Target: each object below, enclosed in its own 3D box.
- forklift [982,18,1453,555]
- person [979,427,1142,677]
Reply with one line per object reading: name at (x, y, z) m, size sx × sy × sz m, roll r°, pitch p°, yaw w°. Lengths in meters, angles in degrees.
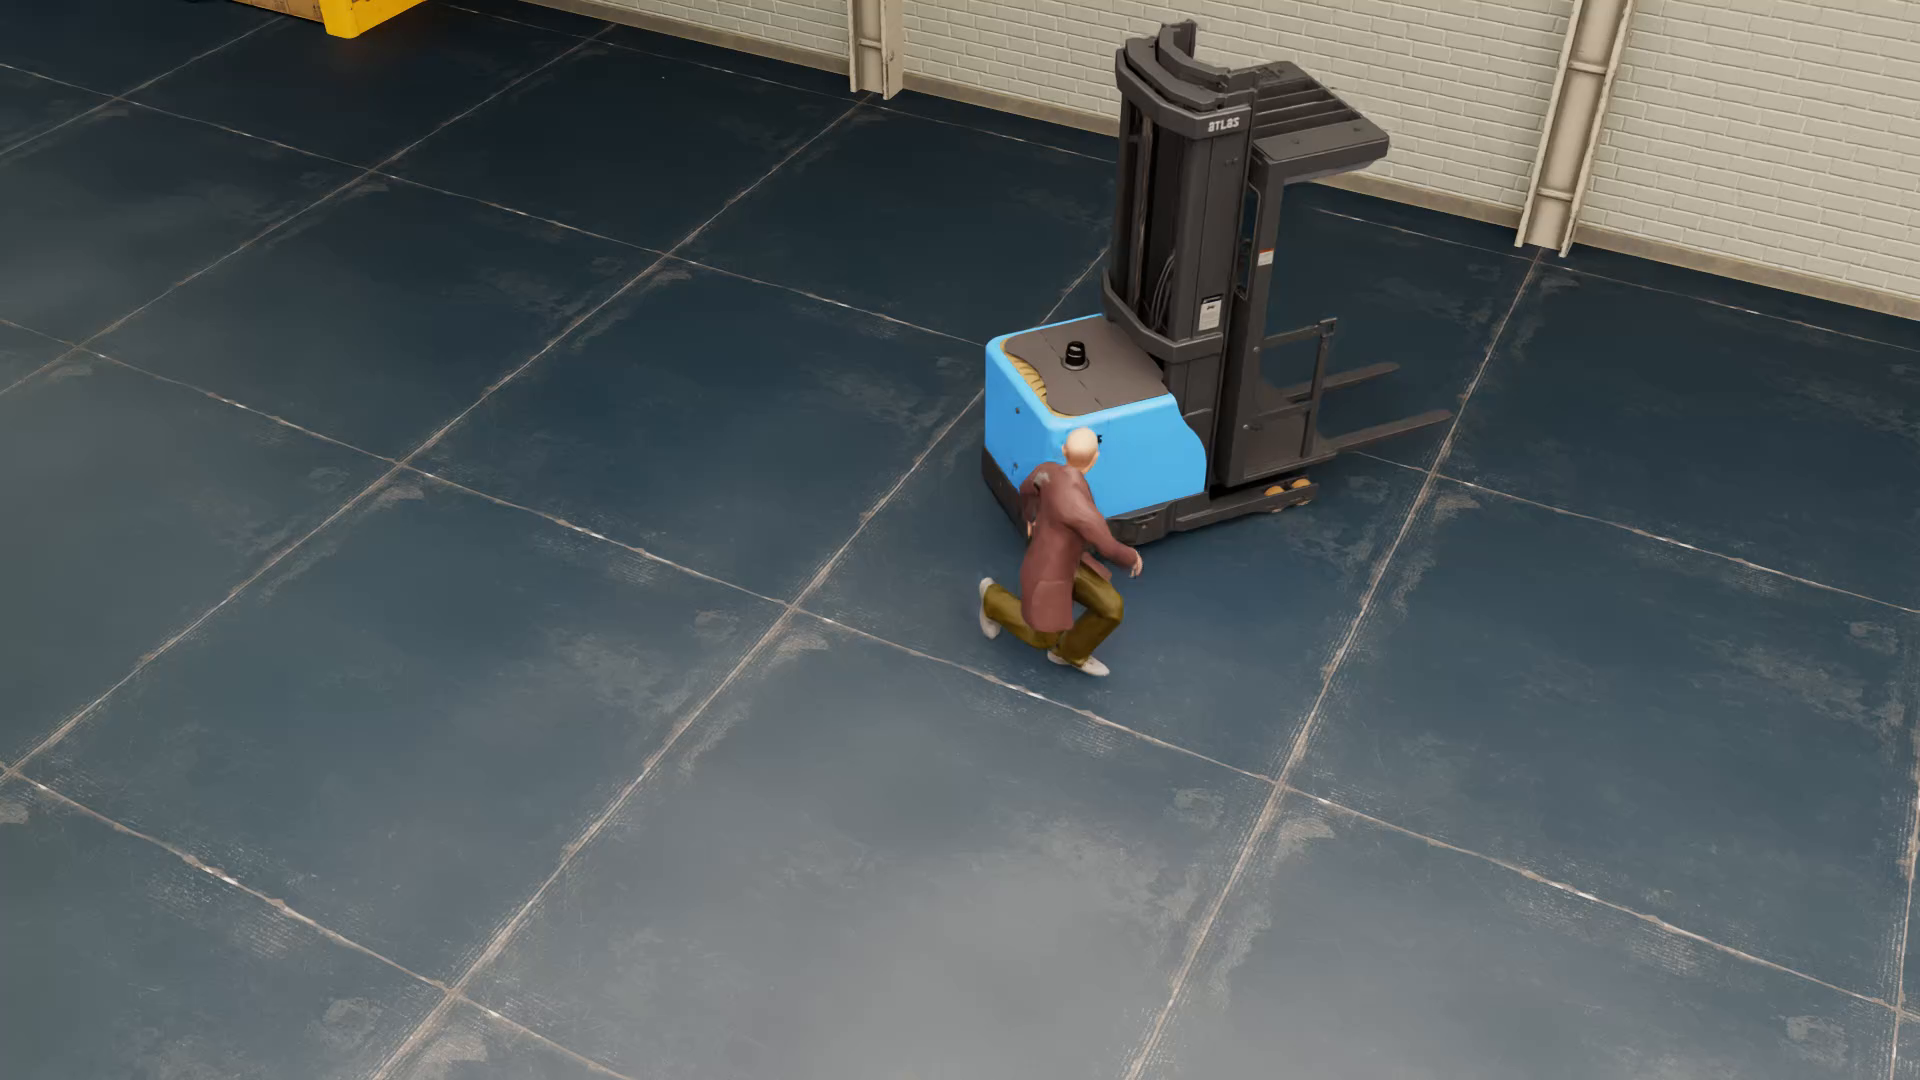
forklift at (1.709, -1.594, 9.879) m, size 3.031 × 2.935 × 1.130 m, roll -15°, pitch 42°, yaw -17°
person at (0.530, 0.063, 9.033) m, size 0.928 × 1.548 × 0.699 m, roll 13°, pitch 42°, yaw 15°
